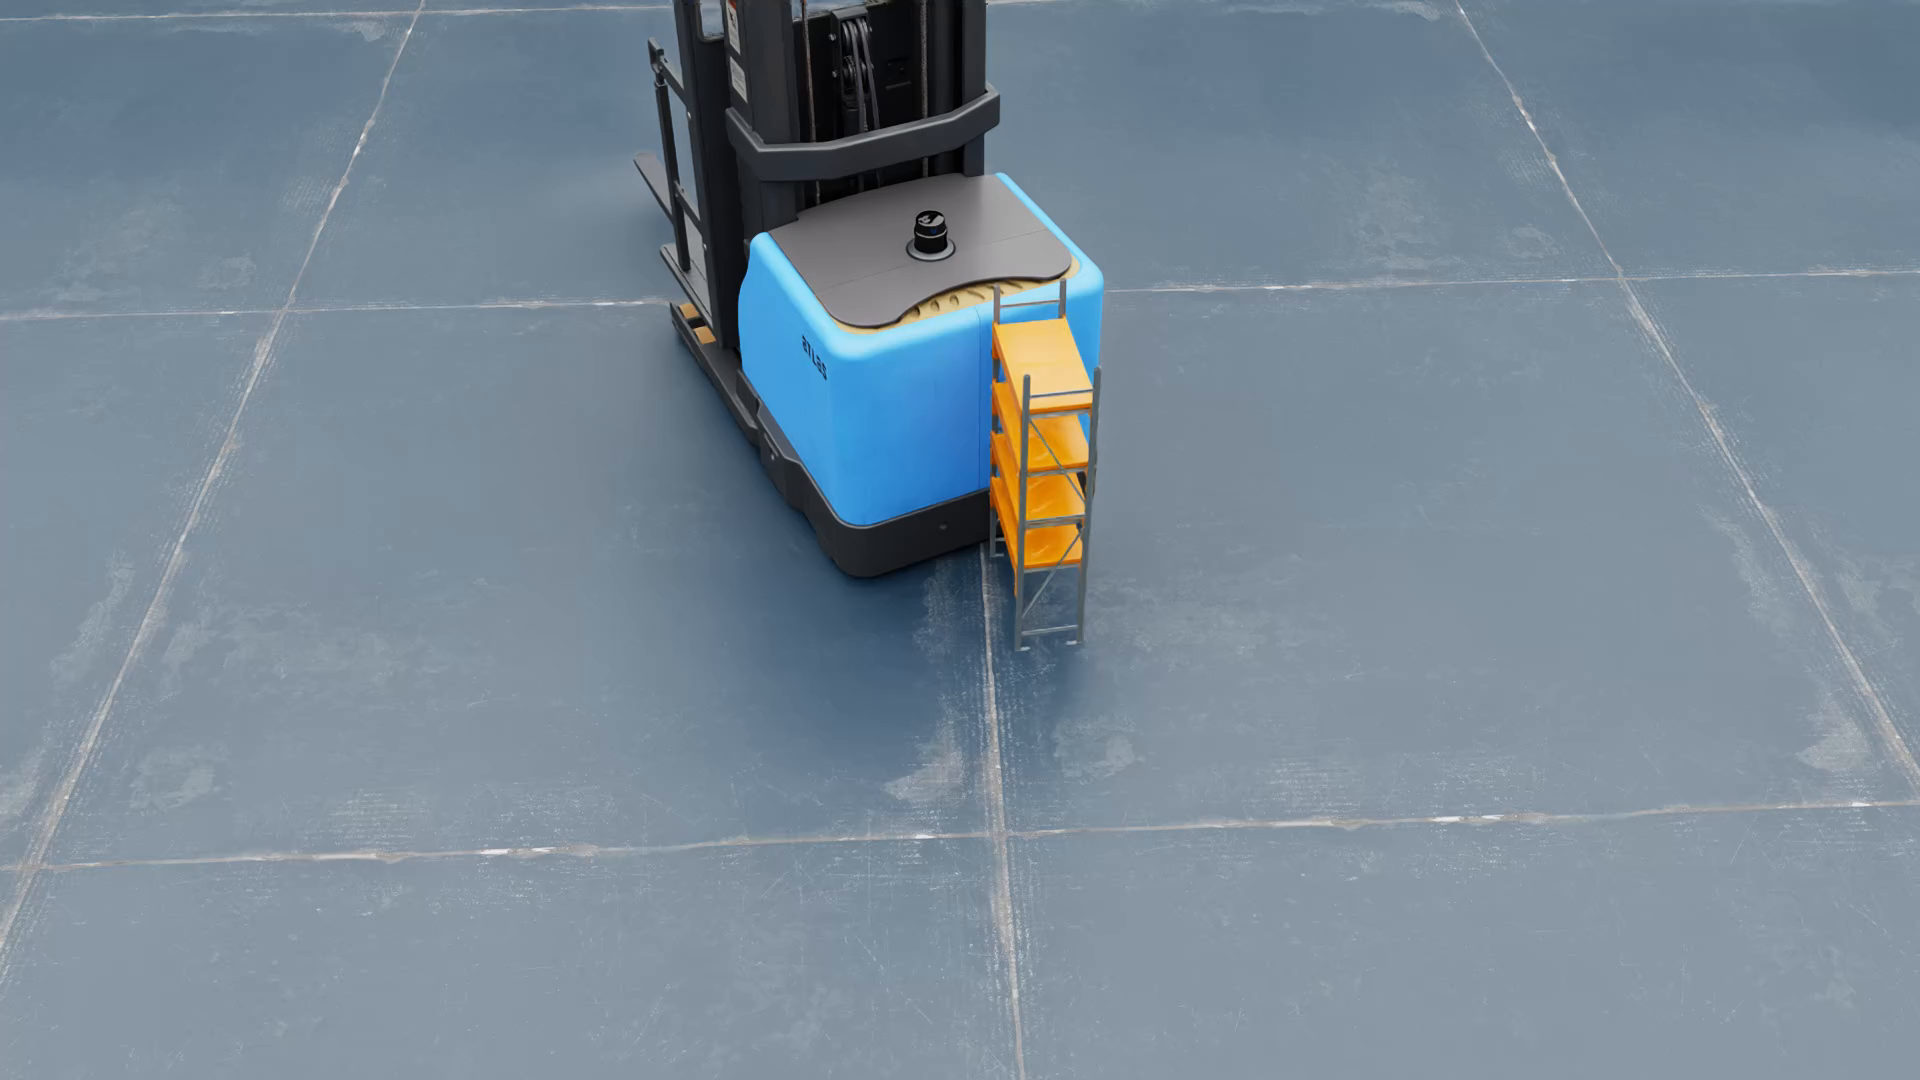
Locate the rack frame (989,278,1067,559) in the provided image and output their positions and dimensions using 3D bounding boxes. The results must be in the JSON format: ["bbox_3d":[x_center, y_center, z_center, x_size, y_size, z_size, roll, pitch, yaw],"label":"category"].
[{"bbox_3d":[0.228,-0.392,5.790,0.240,1.200,0.015,-7,43,-7],"label":"rack frame"}]

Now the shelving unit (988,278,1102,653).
[{"bbox_3d":[0.269,-0.229,5.612,0.258,1.200,0.503,-7,43,-7],"label":"shelving unit"}]

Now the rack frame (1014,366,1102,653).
[{"bbox_3d":[0.310,-0.067,5.435,0.240,1.200,0.015,-7,43,-7],"label":"rack frame"}]

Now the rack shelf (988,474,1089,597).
[{"bbox_3d":[0.269,-0.034,5.792,0.258,0.148,0.480,-7,43,-7],"label":"rack shelf"}]

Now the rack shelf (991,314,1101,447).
[{"bbox_3d":[0.269,-0.519,5.347,0.258,0.148,0.480,-7,43,-7],"label":"rack shelf"}]

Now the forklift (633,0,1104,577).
[{"bbox_3d":[-0.591,-1.942,6.200,1.130,2.935,3.031,-18,46,-19],"label":"forklift"}]

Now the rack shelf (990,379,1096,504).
[{"bbox_3d":[0.269,-0.345,5.507,0.258,0.148,0.480,-7,43,-7],"label":"rack shelf"}]

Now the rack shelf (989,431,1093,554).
[{"bbox_3d":[0.269,-0.180,5.658,0.258,0.148,0.480,-7,43,-7],"label":"rack shelf"}]
